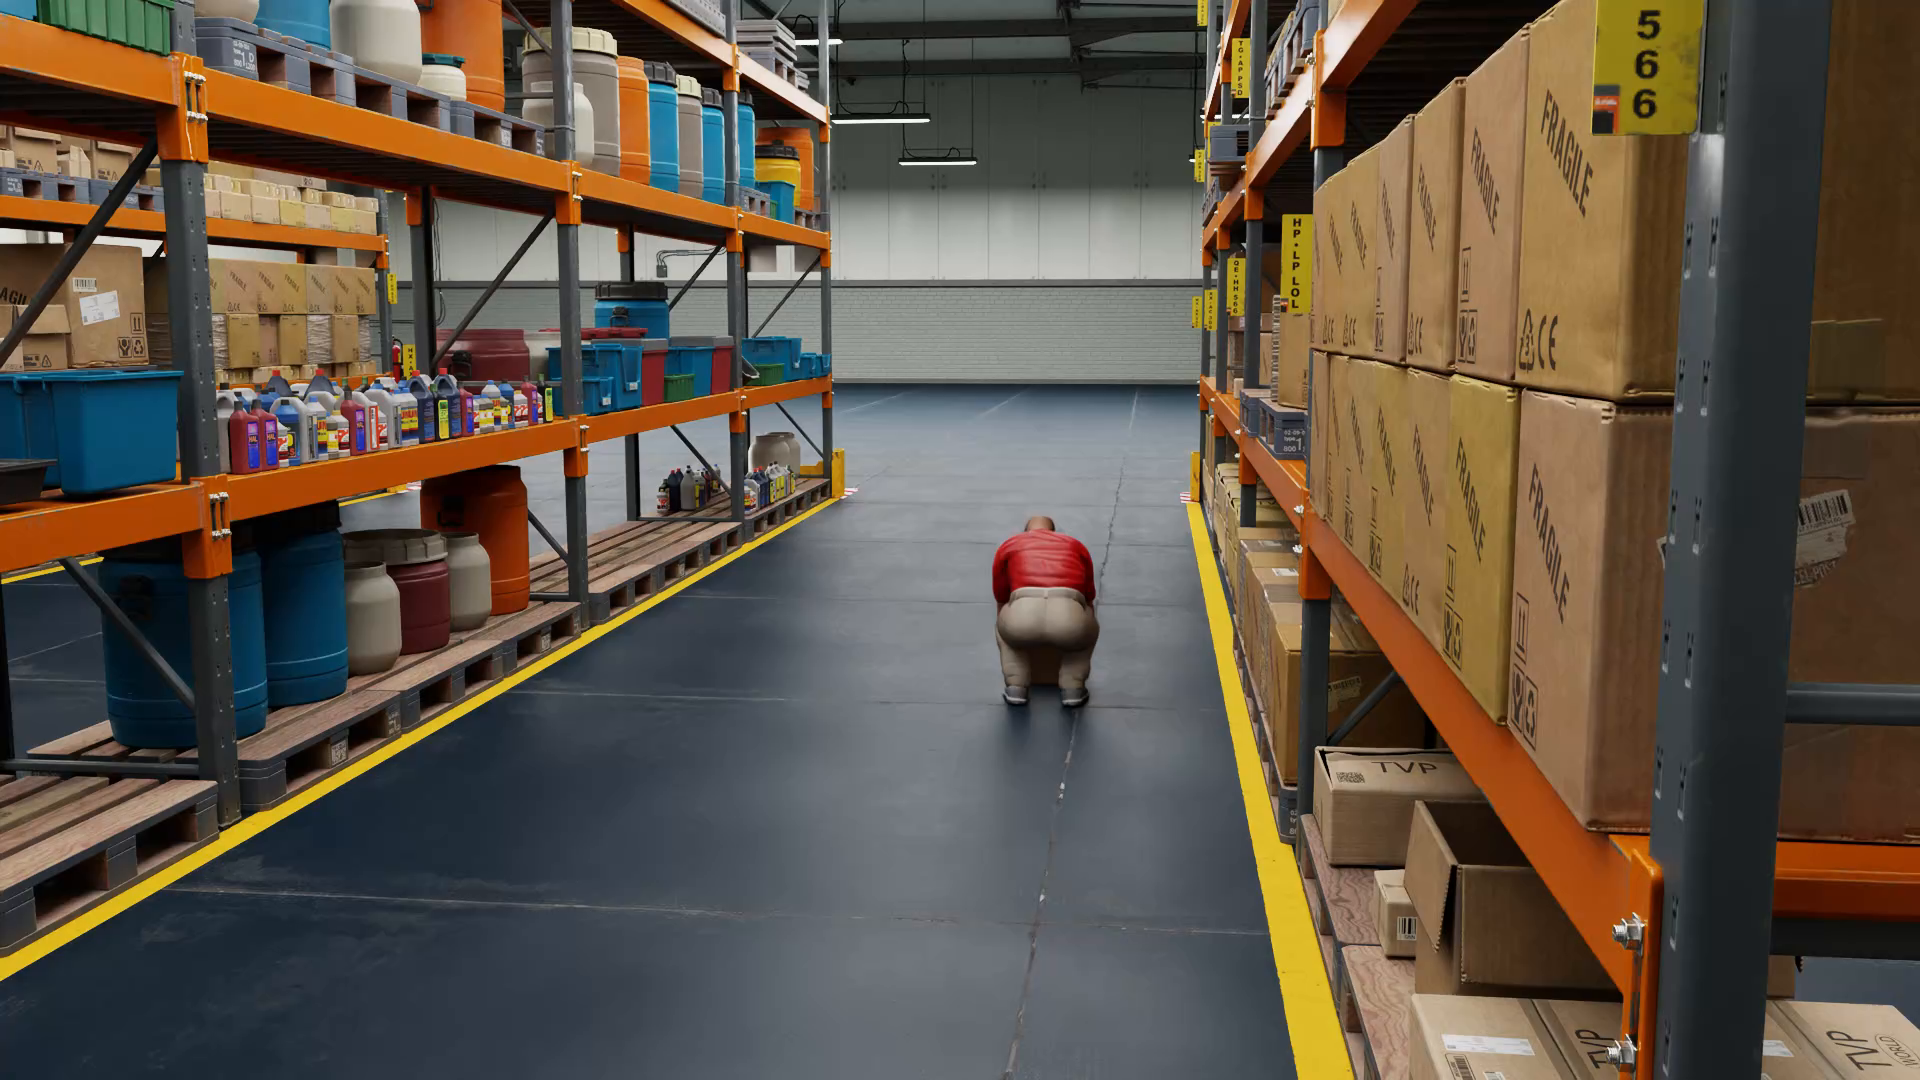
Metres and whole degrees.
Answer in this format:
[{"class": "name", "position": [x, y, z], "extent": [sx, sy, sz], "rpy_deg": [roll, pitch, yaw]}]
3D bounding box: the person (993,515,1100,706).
[{"class": "person", "position": [0.430, 0.352, 8.435], "extent": [0.561, 0.887, 0.879], "rpy_deg": [1, 8, 7]}]
